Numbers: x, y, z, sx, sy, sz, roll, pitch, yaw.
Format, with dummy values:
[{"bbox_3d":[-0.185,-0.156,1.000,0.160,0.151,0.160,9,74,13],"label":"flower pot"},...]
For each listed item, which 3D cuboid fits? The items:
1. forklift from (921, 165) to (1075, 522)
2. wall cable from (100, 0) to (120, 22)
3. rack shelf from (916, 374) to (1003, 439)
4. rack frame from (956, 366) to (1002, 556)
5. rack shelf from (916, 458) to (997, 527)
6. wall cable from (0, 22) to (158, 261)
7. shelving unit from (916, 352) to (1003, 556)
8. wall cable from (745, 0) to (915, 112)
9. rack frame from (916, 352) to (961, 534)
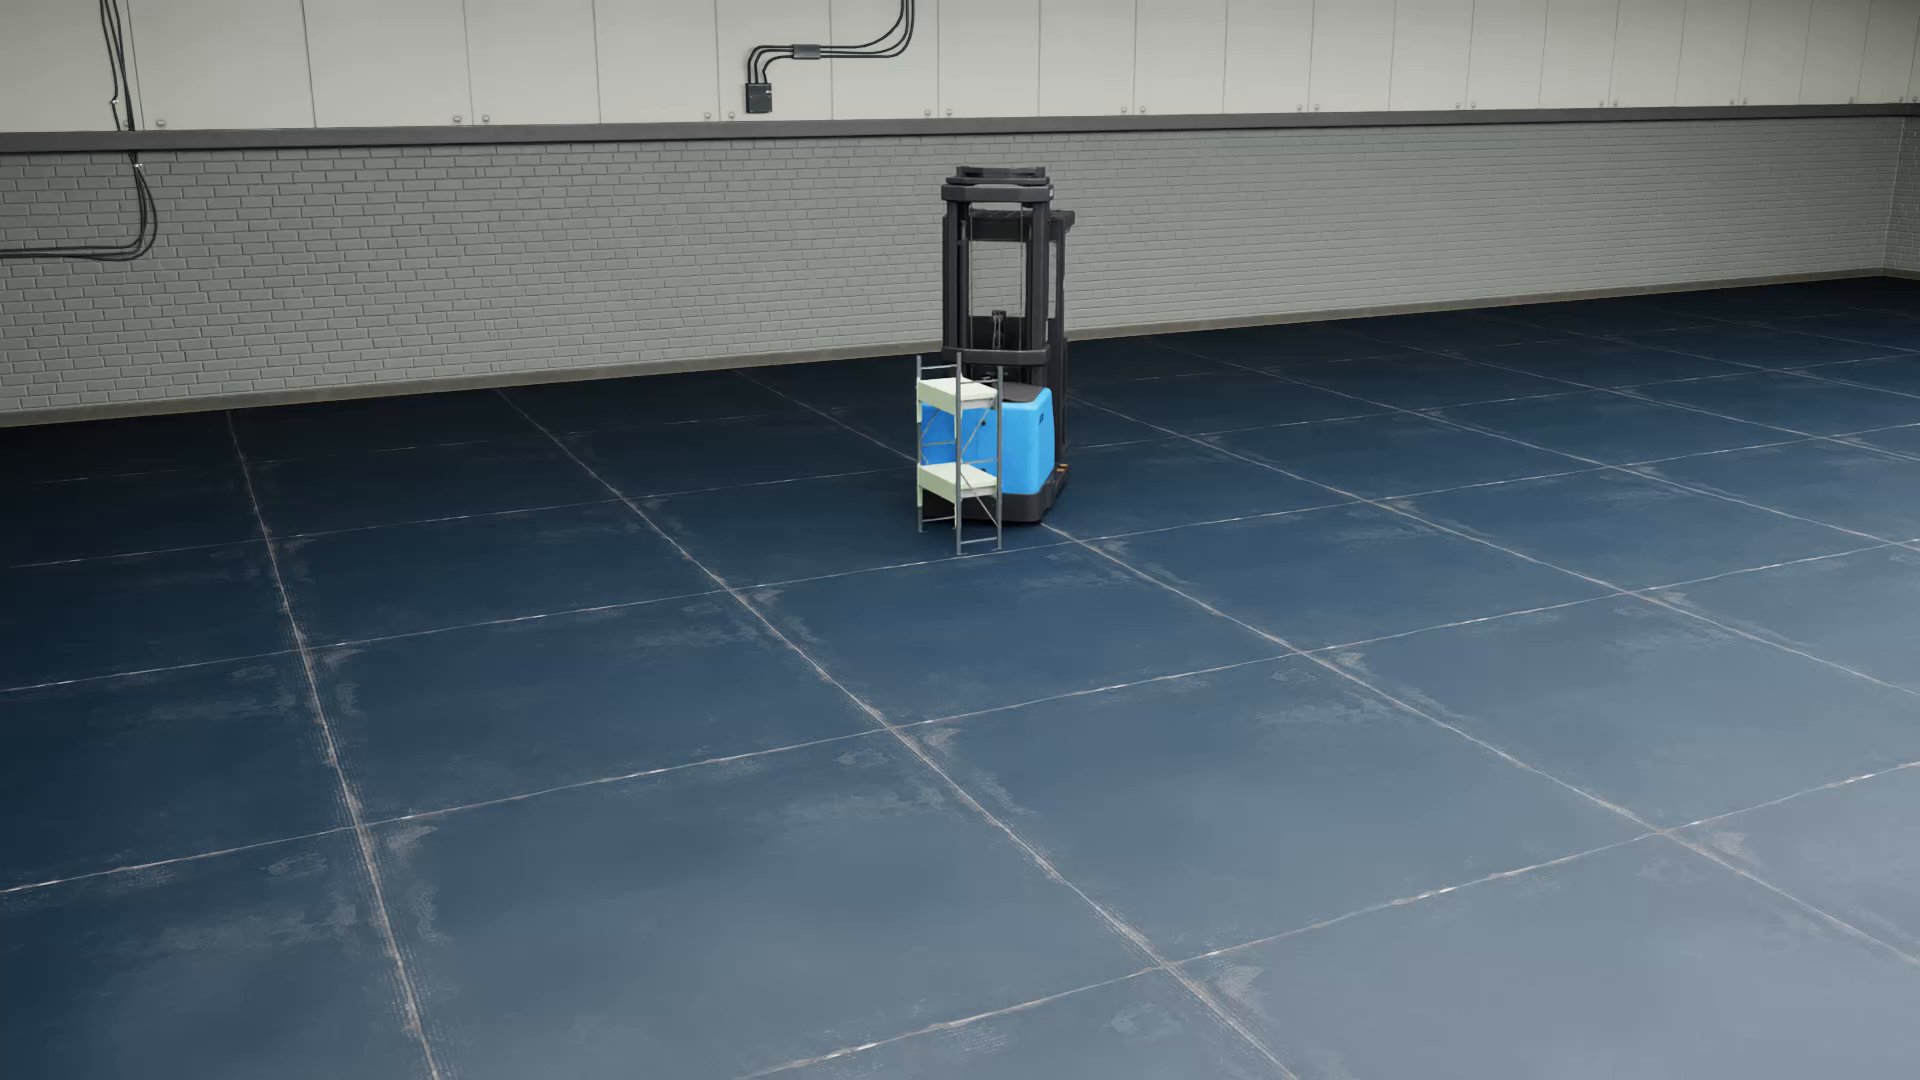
[{"bbox_3d":[0.434,-1.923,15.138,1.130,2.935,3.031,3,16,11],"label":"forklift"},{"bbox_3d":[-7.708,-6.828,17.704,3.097,2.526,0.112,-8,18,-25],"label":"wall cable"},{"bbox_3d":[-0.012,-1.083,13.391,0.431,0.370,0.720,-8,18,-25],"label":"rack shelf"},{"bbox_3d":[0.150,-0.617,13.183,0.400,1.500,0.023,-8,18,-25],"label":"rack frame"},{"bbox_3d":[-0.012,-0.394,13.588,0.431,0.370,0.720,-8,18,-25],"label":"rack shelf"},{"bbox_3d":[-10.140,-4.074,17.261,3.097,2.526,0.112,-8,18,-25],"label":"wall cable"},{"bbox_3d":[-0.012,-0.708,13.498,0.431,1.500,0.755,-8,18,-25],"label":"shelving unit"},{"bbox_3d":[-1.599,-8.344,20.348,2.305,6.003,0.169,-8,18,-25],"label":"wall cable"},{"bbox_3d":[-0.174,-0.798,13.814,0.400,1.500,0.023,-8,18,-25],"label":"rack frame"}]
